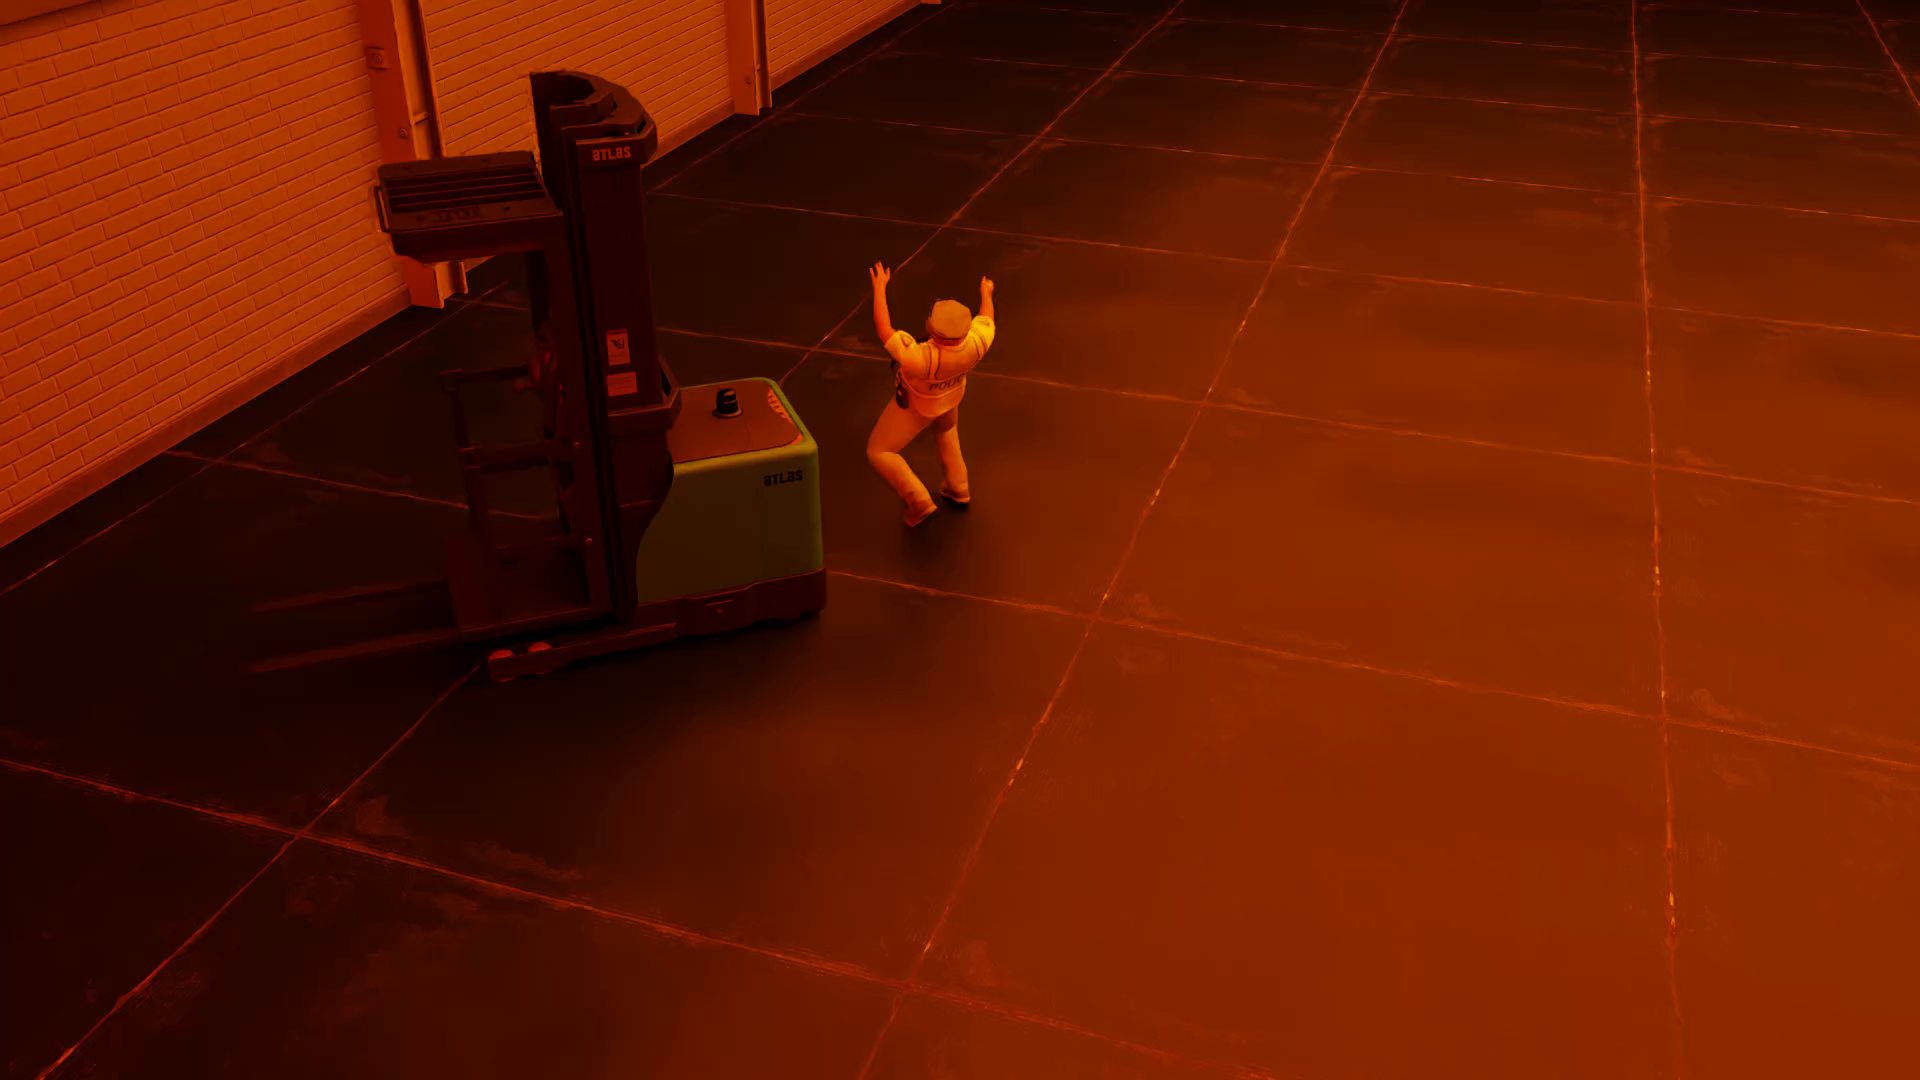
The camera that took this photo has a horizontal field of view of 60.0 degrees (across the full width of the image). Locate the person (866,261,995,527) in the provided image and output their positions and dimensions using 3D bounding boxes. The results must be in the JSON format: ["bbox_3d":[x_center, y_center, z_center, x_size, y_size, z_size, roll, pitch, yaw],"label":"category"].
[{"bbox_3d":[-0.024,-0.932,10.102,0.737,1.594,1.071,24,37,35],"label":"person"}]

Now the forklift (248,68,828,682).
[{"bbox_3d":[-2.317,-0.820,8.576,3.031,2.935,1.130,-10,31,-18],"label":"forklift"}]
